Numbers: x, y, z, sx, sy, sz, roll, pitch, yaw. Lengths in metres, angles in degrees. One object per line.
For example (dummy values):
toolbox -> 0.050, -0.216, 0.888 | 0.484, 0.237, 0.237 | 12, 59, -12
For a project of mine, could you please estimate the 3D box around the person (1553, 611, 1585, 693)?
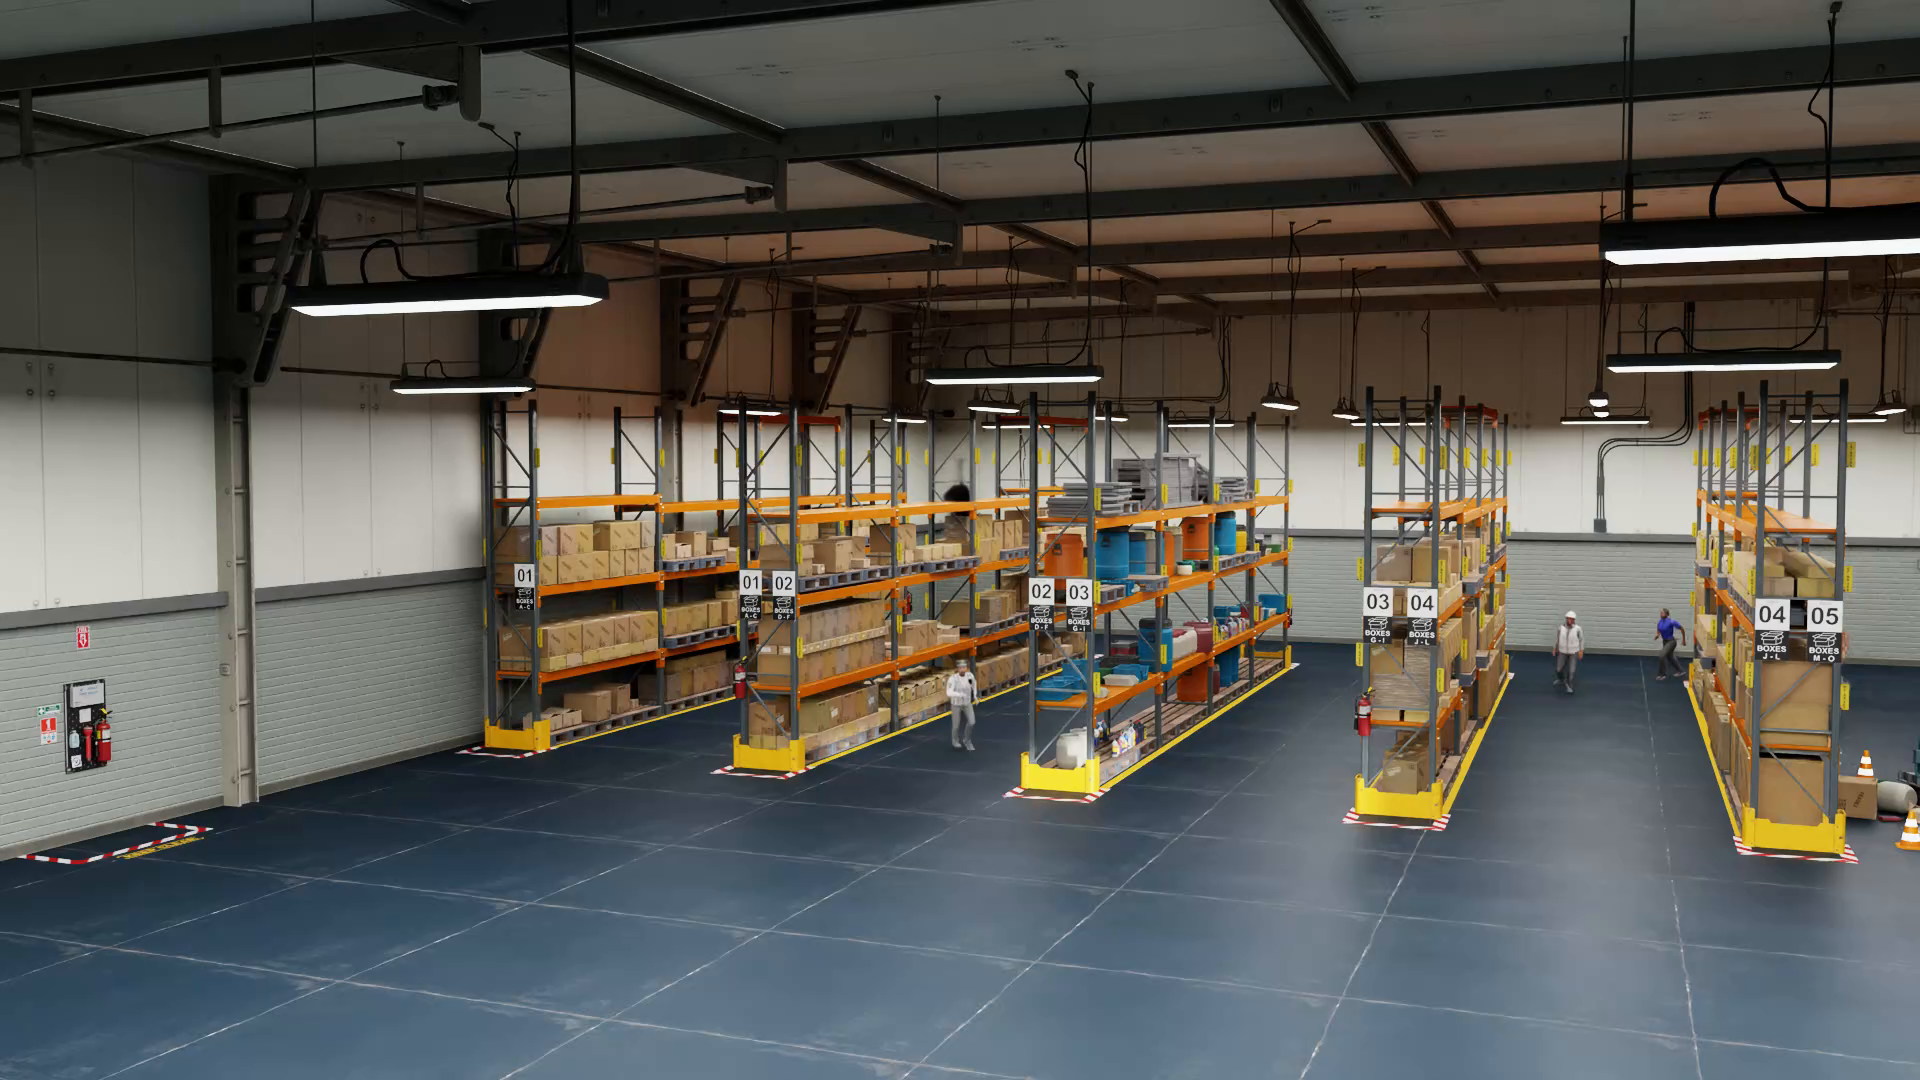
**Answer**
person -> 12.996, 2.381, 35.501 | 0.697, 1.741, 0.628 | 2, 3, 31

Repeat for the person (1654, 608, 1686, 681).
person -> 16.010, 2.360, 37.422 | 0.852, 1.663, 0.578 | -1, 3, -11

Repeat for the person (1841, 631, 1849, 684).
person -> 18.379, 2.463, 35.114 | 0.686, 1.594, 0.802 | -1, 3, -20

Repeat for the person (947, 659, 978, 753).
person -> 0.039, 2.807, 28.276 | 0.603, 1.614, 0.917 | -1, 3, -12

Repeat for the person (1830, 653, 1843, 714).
person -> 16.843, 2.595, 32.221 | 0.573, 1.640, 0.941 | 1, 3, 13
